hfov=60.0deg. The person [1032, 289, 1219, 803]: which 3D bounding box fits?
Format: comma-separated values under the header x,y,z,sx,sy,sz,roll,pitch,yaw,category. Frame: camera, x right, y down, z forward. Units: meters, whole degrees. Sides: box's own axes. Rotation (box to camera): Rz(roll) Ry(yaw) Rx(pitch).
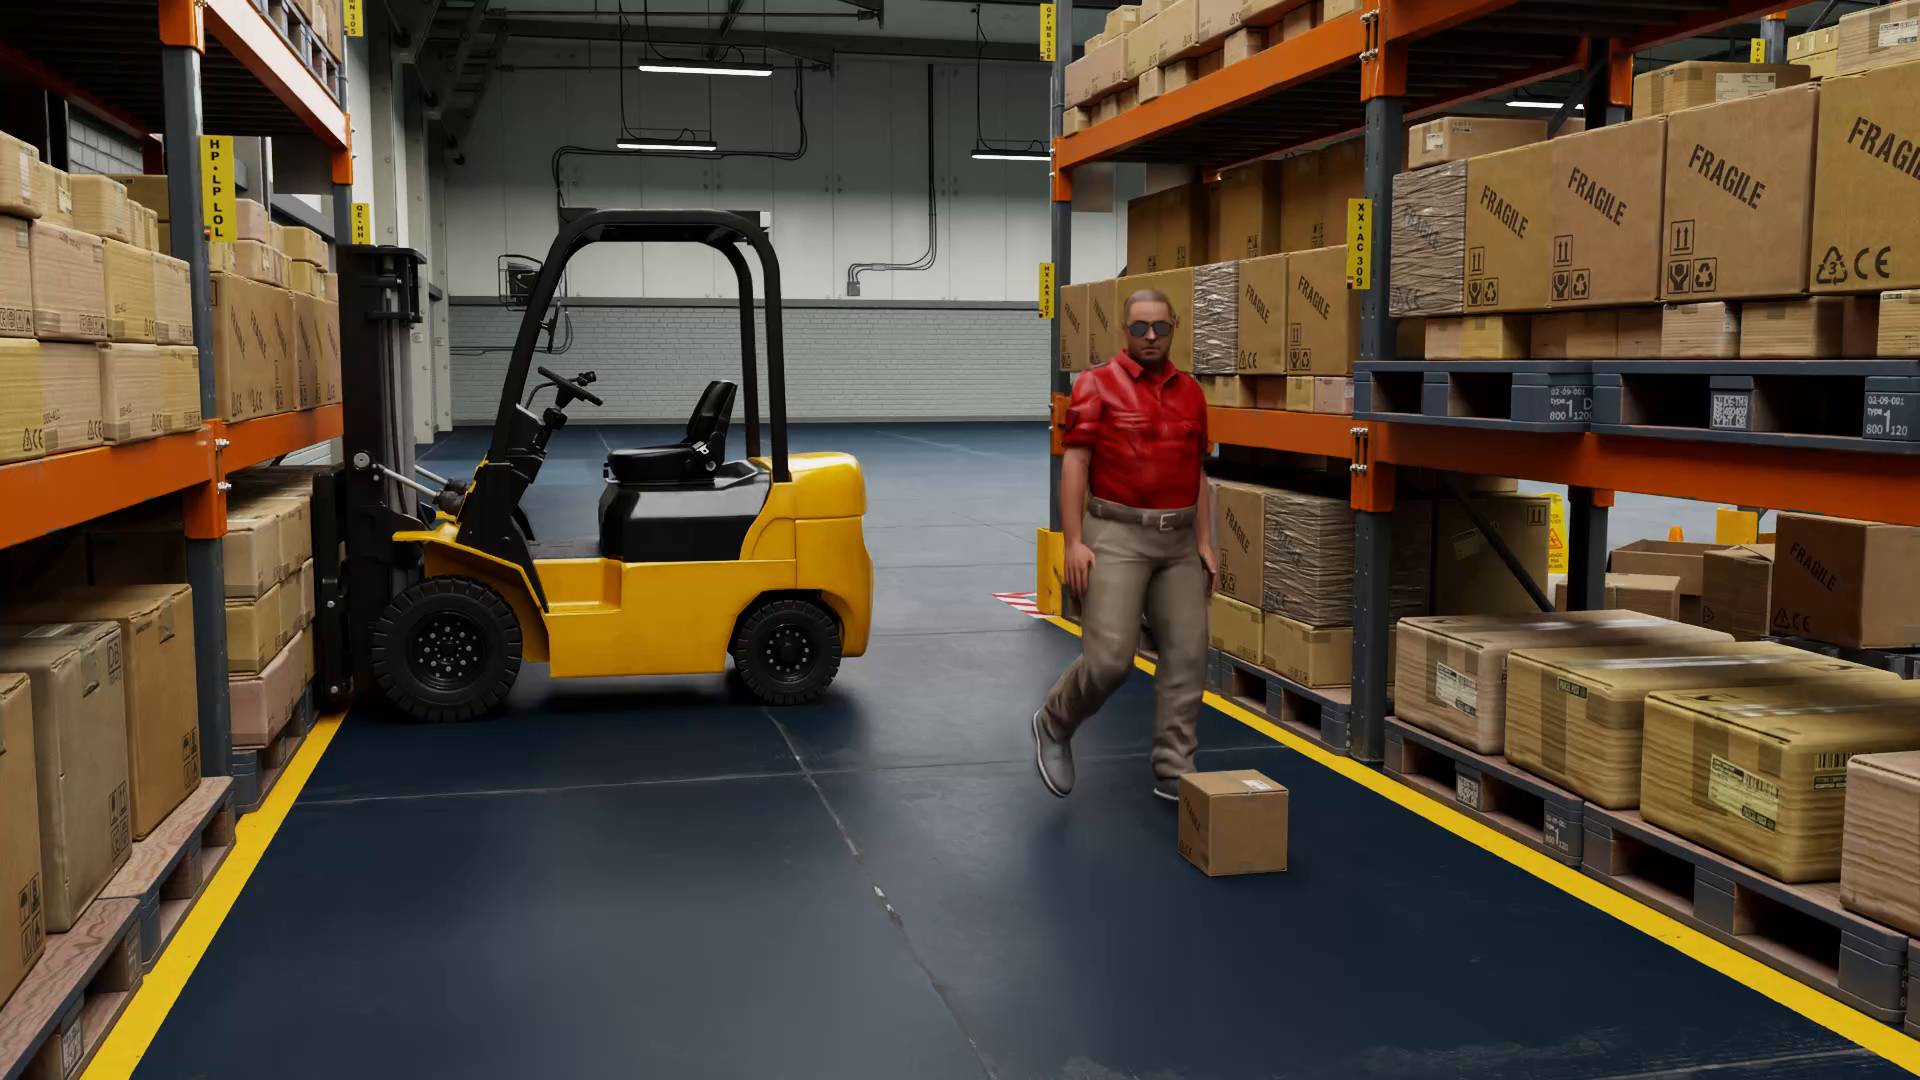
x,y,z,sx,sy,sz,roll,pitch,yaw,category
0.595,0.029,5.564,0.589,1.721,0.655,-4,7,-31,person
